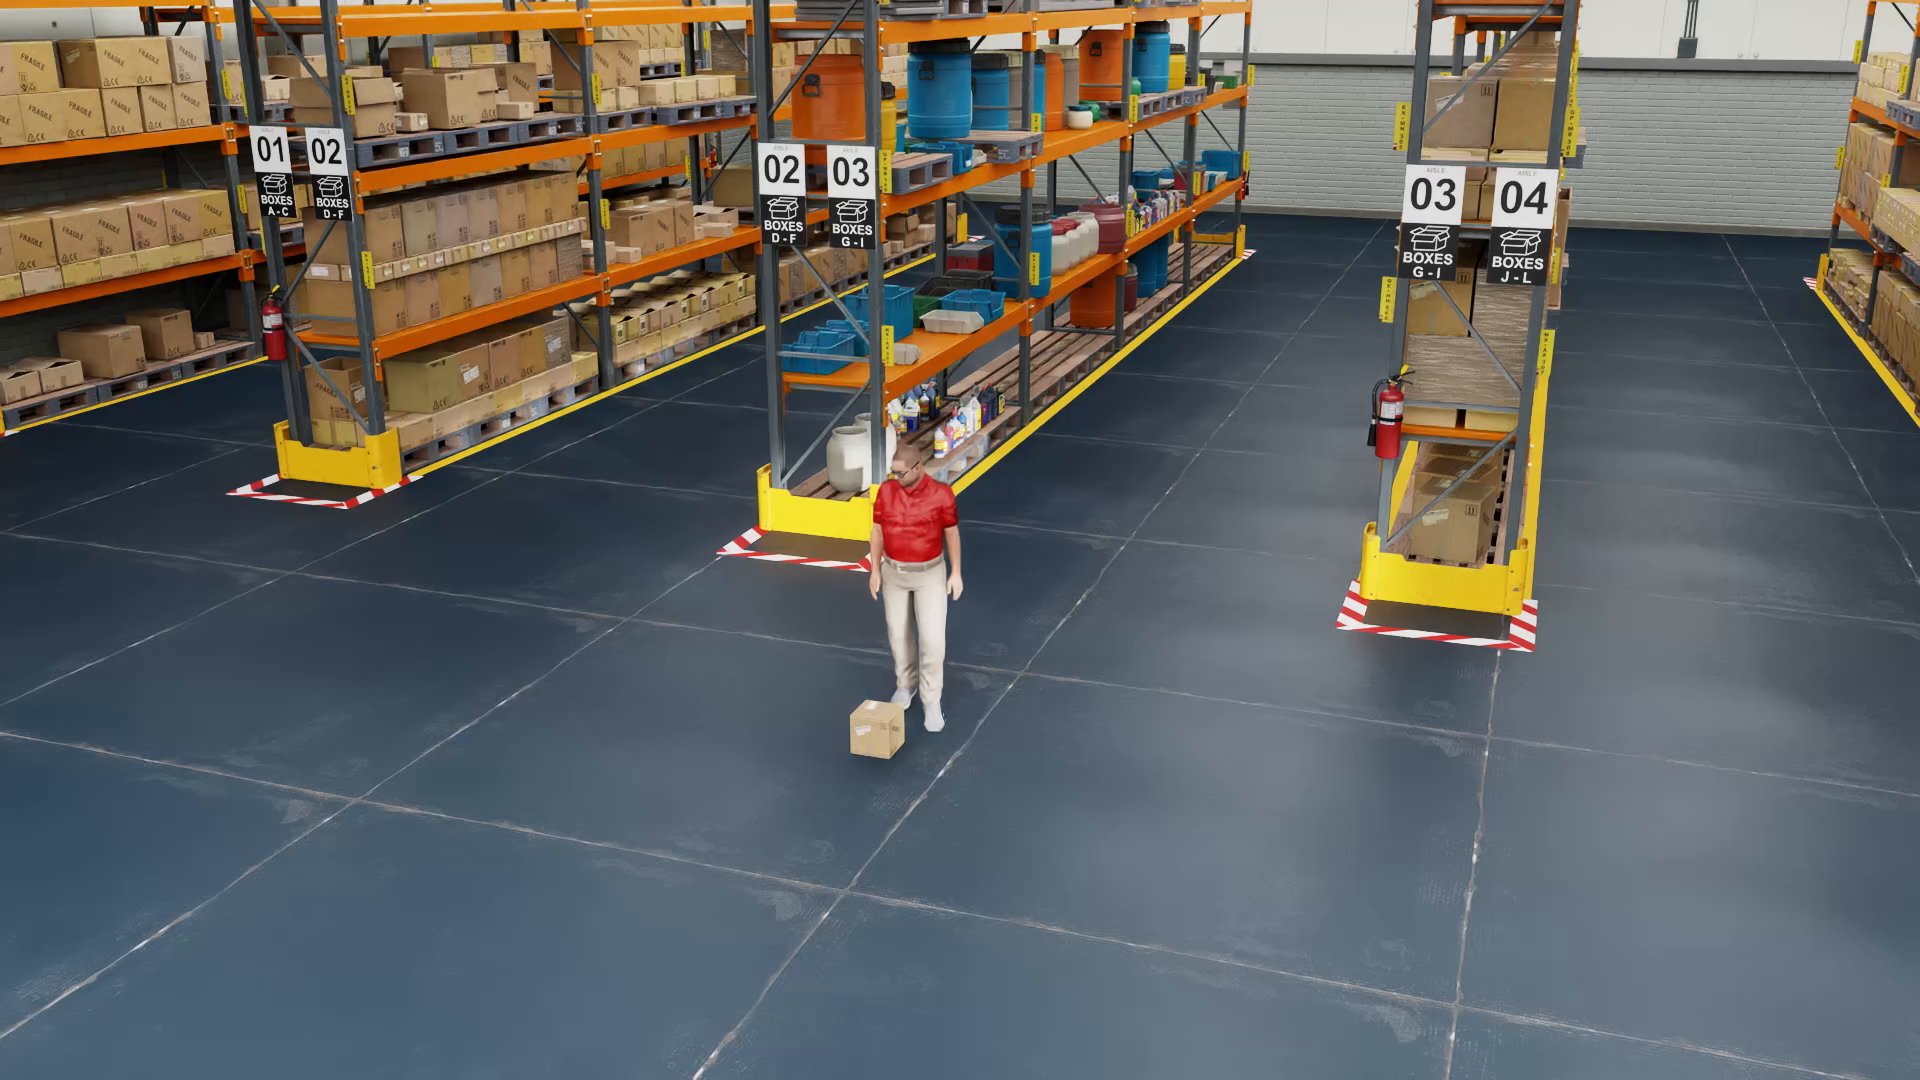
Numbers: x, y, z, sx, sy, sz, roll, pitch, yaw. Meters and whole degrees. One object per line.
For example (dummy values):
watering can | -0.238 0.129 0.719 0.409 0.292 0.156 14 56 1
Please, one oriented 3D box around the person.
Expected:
person | -0.312 0.290 10.272 0.577 1.787 0.500 5 19 16
